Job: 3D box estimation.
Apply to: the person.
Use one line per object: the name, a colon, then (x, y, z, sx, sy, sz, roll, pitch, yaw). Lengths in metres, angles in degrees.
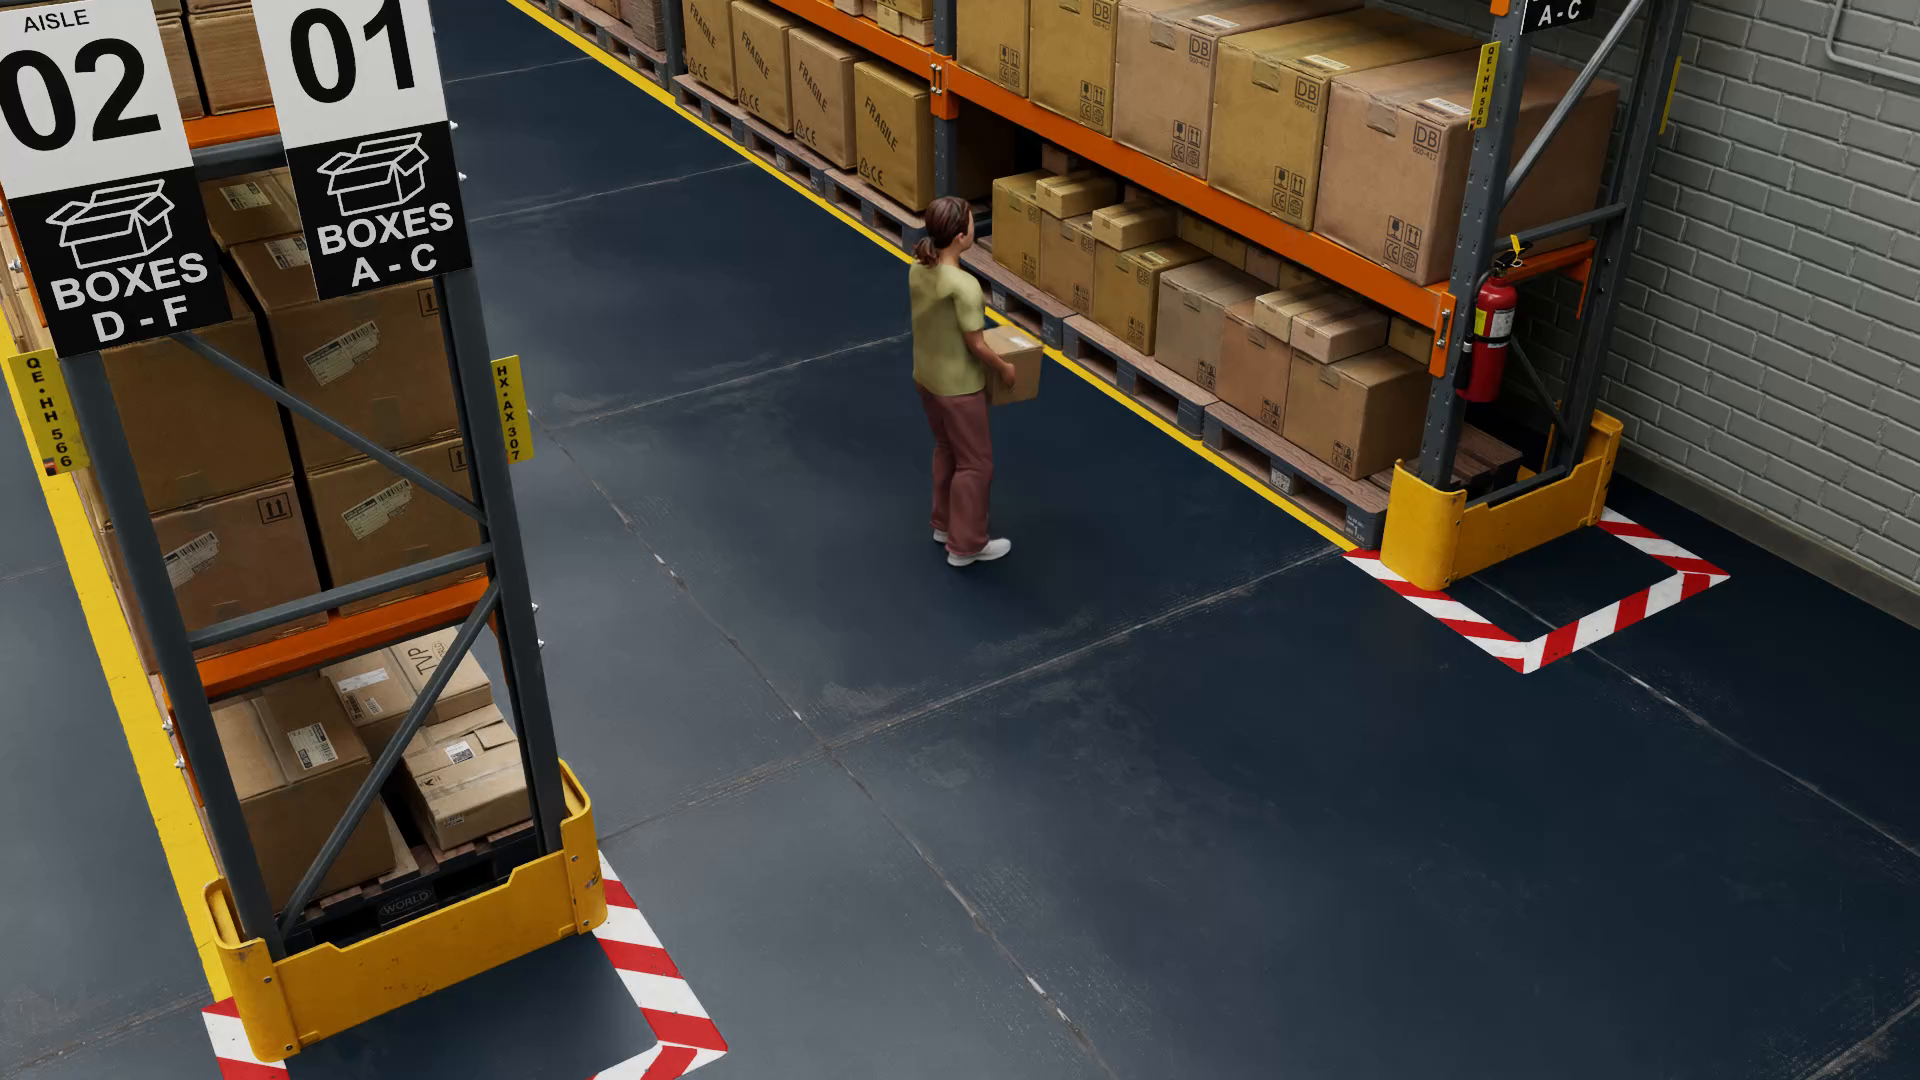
person: (-0.004, -0.693, 7.215, 0.435, 1.675, 0.468, -20, 38, -28)
